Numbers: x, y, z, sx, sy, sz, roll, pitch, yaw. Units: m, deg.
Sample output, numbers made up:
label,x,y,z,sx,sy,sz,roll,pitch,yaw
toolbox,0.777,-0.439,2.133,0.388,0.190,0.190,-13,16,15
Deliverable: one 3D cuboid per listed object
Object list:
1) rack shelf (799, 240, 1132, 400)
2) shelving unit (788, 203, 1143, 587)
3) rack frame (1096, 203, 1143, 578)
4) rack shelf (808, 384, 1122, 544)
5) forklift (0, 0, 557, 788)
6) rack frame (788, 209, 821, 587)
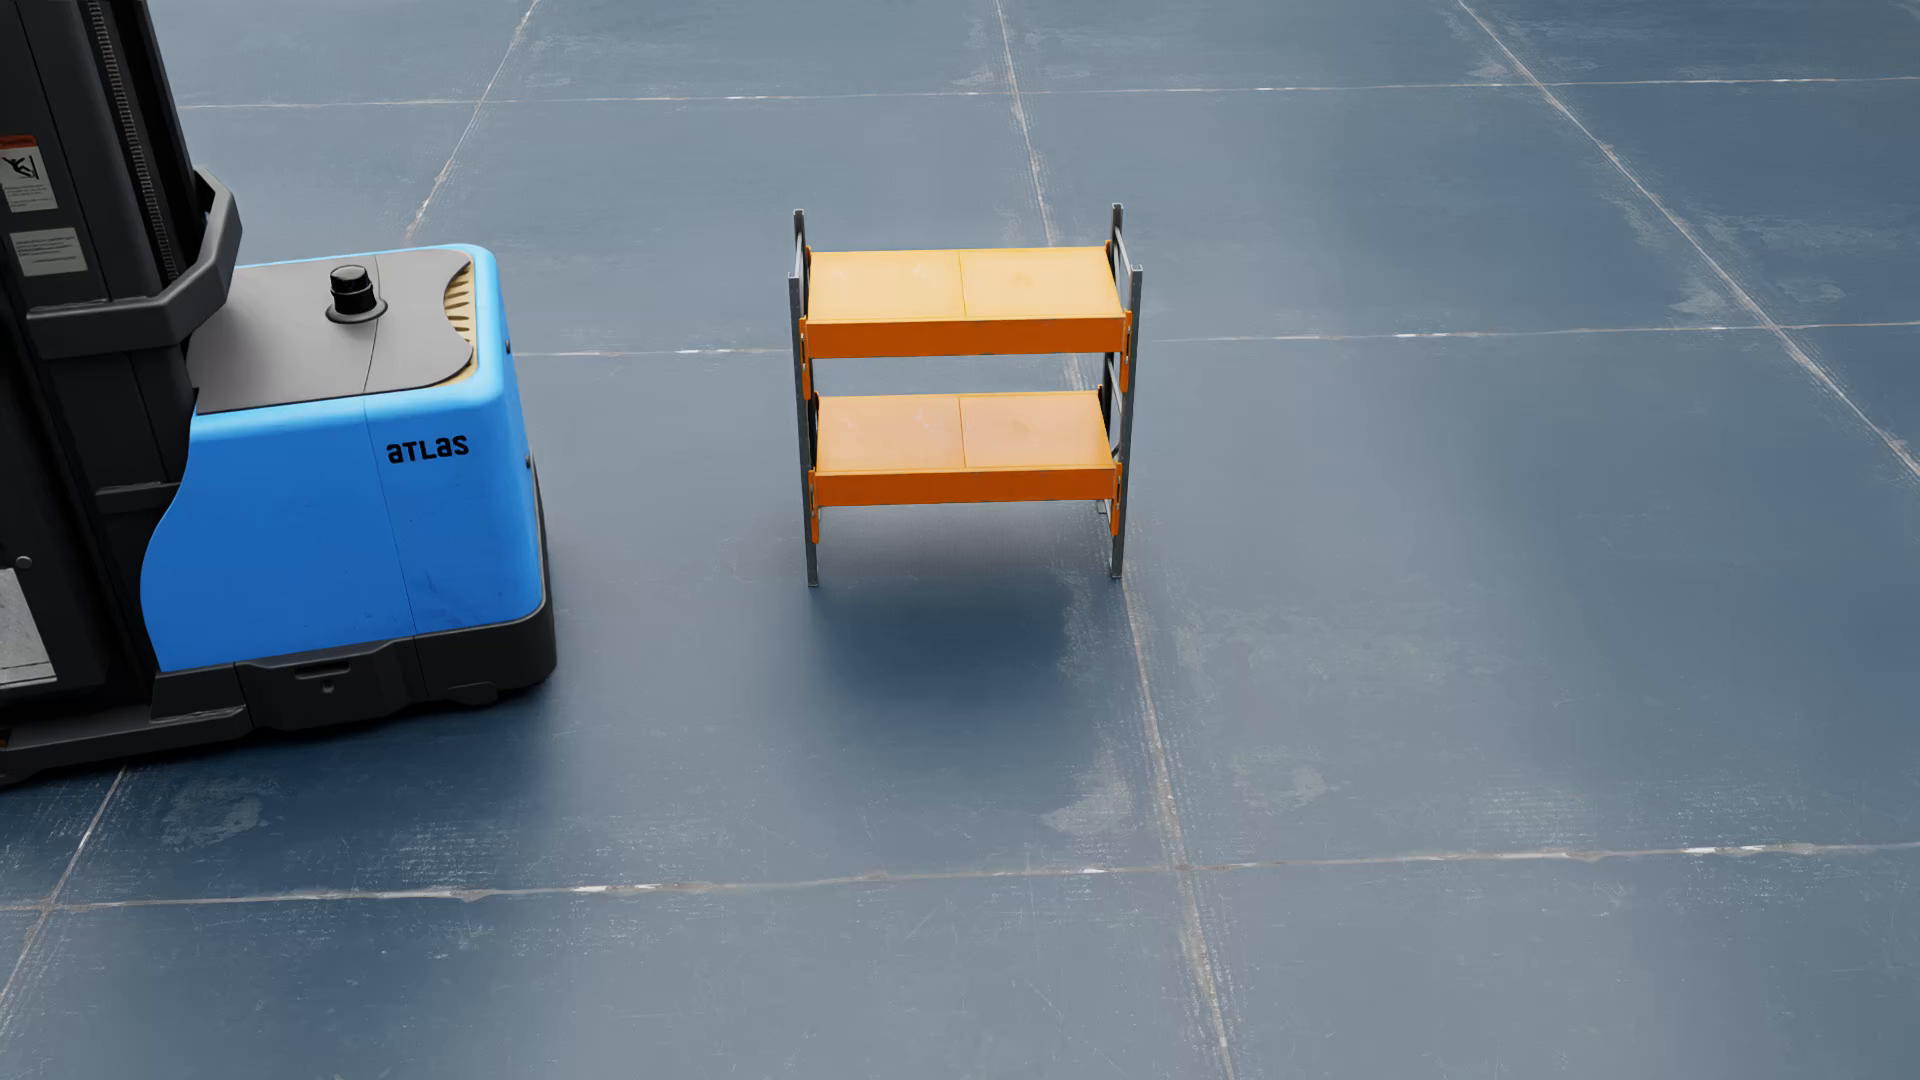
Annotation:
label,x,y,z,sx,sy,sz,roll,pitch,yaw
rack shelf,0.007,-0.703,5.264,1.000,0.278,0.538,-2,35,-2
shelving unit,0.007,-0.463,5.430,1.048,1.125,0.538,-2,35,-2
rack frame,0.515,-0.476,5.450,0.032,1.125,0.500,-2,35,-2
rack shelf,0.007,-0.262,5.569,1.000,0.278,0.538,-2,35,-2
forklift,-2.806,-0.794,4.322,3.031,2.935,1.130,-8,36,-12
rack frame,-0.501,-0.449,5.410,0.032,1.125,0.500,-2,35,-2
